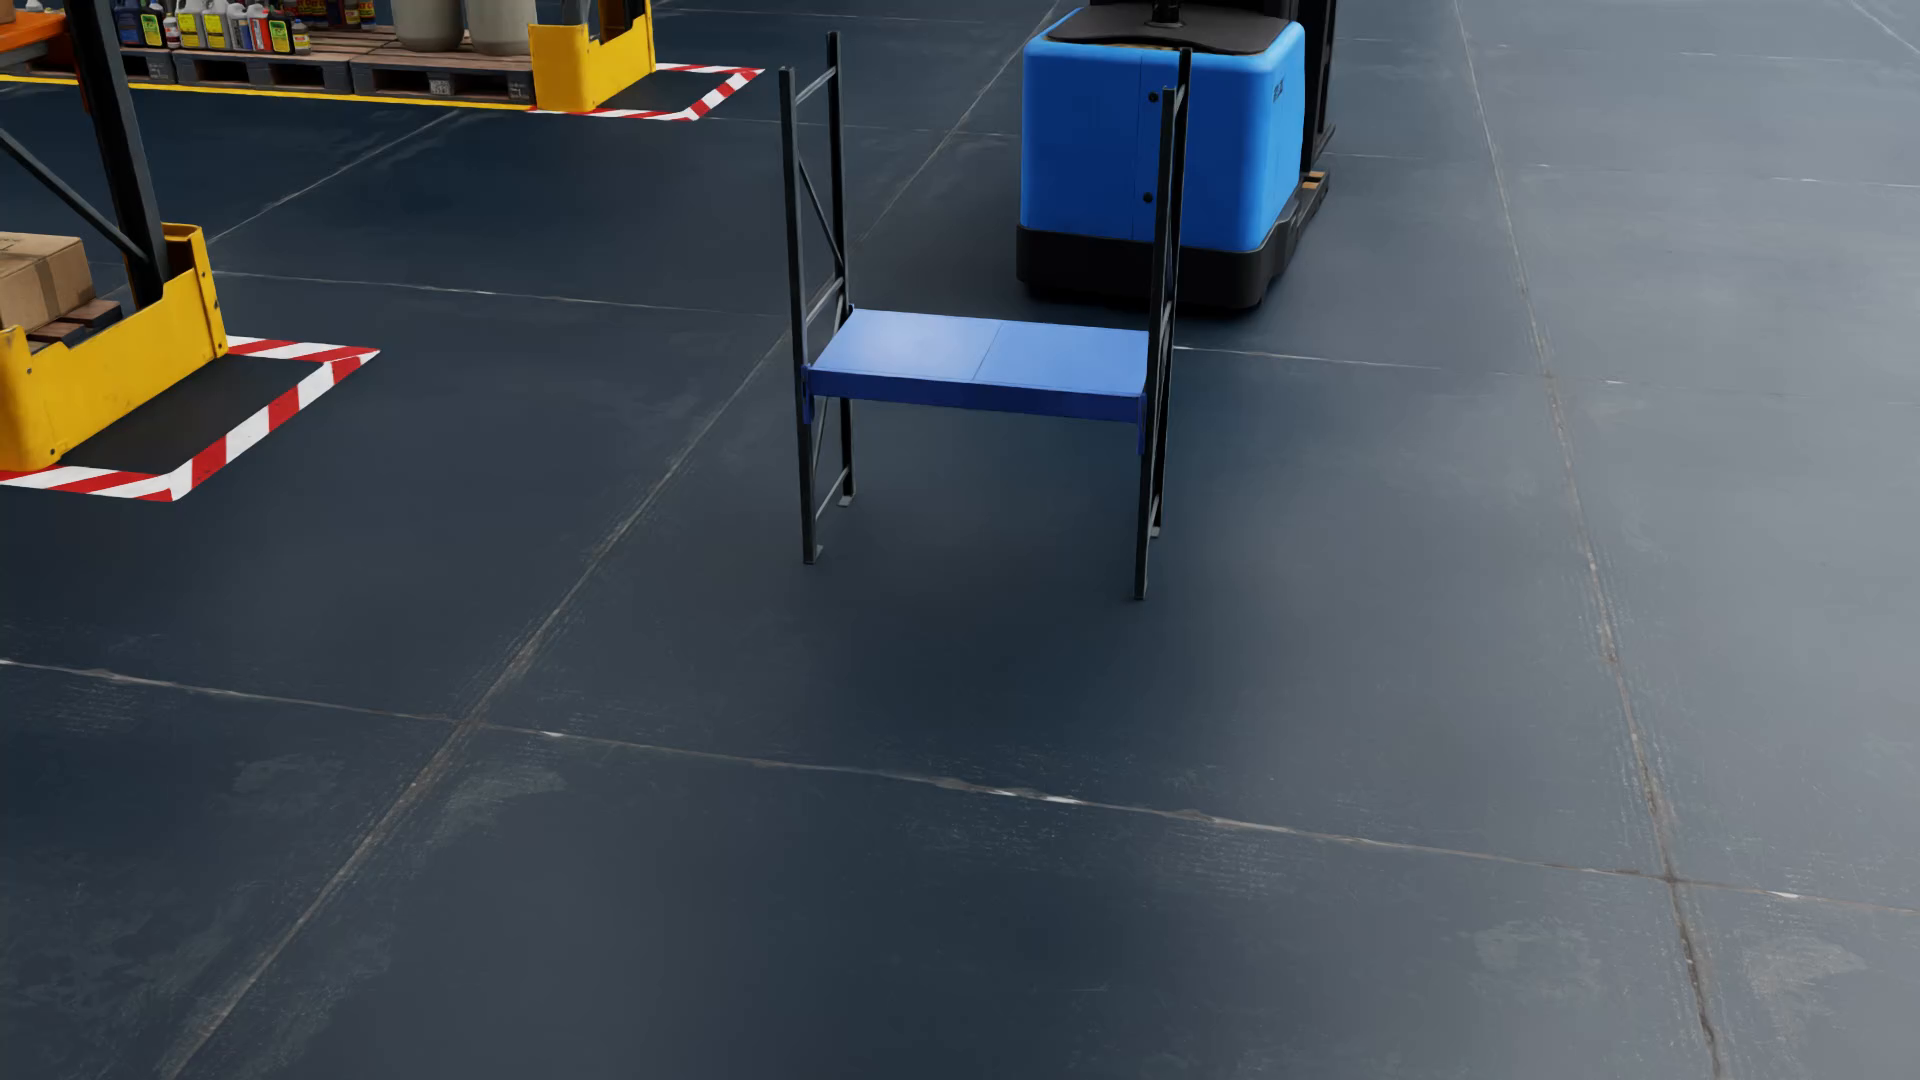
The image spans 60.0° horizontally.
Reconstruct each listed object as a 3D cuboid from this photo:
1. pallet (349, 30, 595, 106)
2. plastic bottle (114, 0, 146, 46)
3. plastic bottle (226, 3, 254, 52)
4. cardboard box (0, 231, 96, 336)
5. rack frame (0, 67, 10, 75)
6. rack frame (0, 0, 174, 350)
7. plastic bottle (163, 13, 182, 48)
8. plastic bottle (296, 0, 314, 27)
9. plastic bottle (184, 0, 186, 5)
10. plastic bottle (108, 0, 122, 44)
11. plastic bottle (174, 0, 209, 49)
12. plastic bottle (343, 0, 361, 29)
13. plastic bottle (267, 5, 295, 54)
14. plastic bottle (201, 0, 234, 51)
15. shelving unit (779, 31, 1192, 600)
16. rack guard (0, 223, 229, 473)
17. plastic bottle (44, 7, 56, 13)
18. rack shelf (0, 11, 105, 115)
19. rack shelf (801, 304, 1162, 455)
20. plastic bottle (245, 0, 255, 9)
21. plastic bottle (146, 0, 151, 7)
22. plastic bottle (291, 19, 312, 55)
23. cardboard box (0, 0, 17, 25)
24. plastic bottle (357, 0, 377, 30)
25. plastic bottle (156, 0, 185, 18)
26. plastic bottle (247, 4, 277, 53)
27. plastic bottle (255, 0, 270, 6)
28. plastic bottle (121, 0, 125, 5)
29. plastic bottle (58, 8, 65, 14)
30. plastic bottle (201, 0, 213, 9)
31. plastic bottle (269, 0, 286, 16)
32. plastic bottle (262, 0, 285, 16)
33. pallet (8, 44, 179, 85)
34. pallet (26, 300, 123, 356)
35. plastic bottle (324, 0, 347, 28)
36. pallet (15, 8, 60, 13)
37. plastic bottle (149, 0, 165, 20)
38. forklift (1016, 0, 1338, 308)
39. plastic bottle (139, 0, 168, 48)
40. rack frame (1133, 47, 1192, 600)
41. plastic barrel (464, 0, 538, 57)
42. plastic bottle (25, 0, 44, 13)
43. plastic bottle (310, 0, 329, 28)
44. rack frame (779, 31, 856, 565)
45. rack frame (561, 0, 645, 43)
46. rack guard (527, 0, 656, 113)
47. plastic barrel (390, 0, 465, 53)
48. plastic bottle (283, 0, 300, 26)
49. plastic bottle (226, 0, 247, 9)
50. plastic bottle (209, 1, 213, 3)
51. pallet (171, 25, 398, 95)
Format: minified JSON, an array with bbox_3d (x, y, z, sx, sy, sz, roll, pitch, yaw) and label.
[{"bbox_3d":[-3.054,-3.006,10.521,1.213,0.211,1.003,6,29,11],"label":"pallet"},{"bbox_3d":[-5.201,-3.297,10.449,0.185,0.351,0.144,5,29,8],"label":"plastic bottle"},{"bbox_3d":[-4.441,-3.188,10.328,0.135,0.276,0.152,5,29,9],"label":"plastic bottle"},{"bbox_3d":[-3.693,-0.970,6.325,0.500,0.250,0.500,6,29,11],"label":"cardboard box"},{"bbox_3d":[-6.089,-4.561,10.457,0.127,3.000,1.000,6,29,11],"label":"rack frame"},{"bbox_3d":[-3.215,-1.834,5.476,0.127,3.000,1.000,6,29,11],"label":"rack frame"},{"bbox_3d":[-4.929,-3.192,10.413,0.097,0.201,0.097,0,29,0],"label":"plastic bottle"},{"bbox_3d":[-4.318,-3.528,10.954,0.097,0.271,0.097,0,29,0],"label":"plastic bottle"},{"bbox_3d":[-5.211,-3.643,11.082,0.185,0.351,0.144,4,29,8],"label":"plastic bottle"},{"bbox_3d":[-5.386,-3.316,10.484,0.185,0.351,0.144,7,29,12],"label":"plastic bottle"},{"bbox_3d":[-4.786,-3.254,10.371,0.185,0.351,0.144,6,29,10],"label":"plastic bottle"},{"bbox_3d":[-3.986,-3.464,10.909,0.097,0.201,0.097,0,29,0],"label":"plastic bottle"},{"bbox_3d":[-4.183,-3.143,10.237,0.133,0.283,0.061,7,29,12],"label":"plastic bottle"},{"bbox_3d":[-4.604,-3.236,10.337,0.185,0.351,0.144,7,29,13],"label":"plastic bottle"},{"bbox_3d":[0.083,-0.649,4.874,1.048,1.500,0.538,6,29,11],"label":"shelving unit"},{"bbox_3d":[-3.191,-0.735,6.072,0.348,0.500,1.175,6,29,11],"label":"rack guard"},{"bbox_3d":[-5.769,-3.278,10.570,0.097,0.201,0.097,0,29,0],"label":"plastic bottle"},{"bbox_3d":[-5.171,-1.719,6.015,4.000,0.370,1.077,6,29,11],"label":"rack shelf"},{"bbox_3d":[0.083,-0.492,4.961,1.000,0.185,0.538,6,29,11],"label":"rack shelf"},{"bbox_3d":[-4.737,-3.560,11.007,0.135,0.276,0.152,6,29,11],"label":"plastic bottle"},{"bbox_3d":[-5.429,-3.595,10.993,0.185,0.351,0.144,6,29,11],"label":"plastic bottle"},{"bbox_3d":[-4.064,-3.104,10.251,0.097,0.201,0.097,0,29,0],"label":"plastic bottle"},{"bbox_3d":[-3.669,-1.931,5.549,0.500,0.500,0.700,6,29,11],"label":"cardboard box"},{"bbox_3d":[-3.885,-3.484,10.873,0.097,0.271,0.097,0,29,0],"label":"plastic bottle"},{"bbox_3d":[-5.217,-3.539,10.968,0.135,0.276,0.152,6,29,11],"label":"plastic bottle"},{"bbox_3d":[-4.305,-3.174,10.303,0.135,0.276,0.152,6,29,11],"label":"plastic bottle"},{"bbox_3d":[-4.616,-3.528,11.027,0.097,0.201,0.097,0,29,0],"label":"plastic bottle"},{"bbox_3d":[-5.356,-3.384,10.607,0.185,0.351,0.144,6,29,11],"label":"plastic bottle"},{"bbox_3d":[-5.670,-3.268,10.552,0.097,0.201,0.097,0,29,0],"label":"plastic bottle"},{"bbox_3d":[-4.779,-3.294,10.521,0.135,0.276,0.152,6,29,11],"label":"plastic bottle"},{"bbox_3d":[-4.516,-3.549,10.992,0.097,0.271,0.097,0,29,0],"label":"plastic bottle"},{"bbox_3d":[-4.284,-3.228,10.393,0.133,0.283,0.061,6,29,11],"label":"plastic bottle"},{"bbox_3d":[-5.441,-3.251,10.968,1.213,0.211,1.003,6,29,11],"label":"pallet"},{"bbox_3d":[-3.972,-0.668,6.250,1.213,0.211,1.003,6,29,11],"label":"pallet"},{"bbox_3d":[-4.102,-3.521,10.928,0.133,0.283,0.061,6,29,11],"label":"plastic bottle"},{"bbox_3d":[-6.865,-3.398,11.237,1.213,0.211,1.003,6,29,11],"label":"pallet"},{"bbox_3d":[-5.050,-3.265,10.473,0.097,0.271,0.097,0,29,0],"label":"plastic bottle"},{"bbox_3d":[1.211,-2.929,7.548,1.130,2.935,3.031,10,30,17],"label":"forklift"},{"bbox_3d":[-5.049,-3.231,10.399,0.133,0.283,0.061,7,30,13],"label":"plastic bottle"},{"bbox_3d":[0.581,-0.598,4.781,0.032,1.500,0.500,6,29,11],"label":"rack frame"},{"bbox_3d":[-2.836,-3.283,10.276,0.421,0.512,0.421,0,29,0],"label":"plastic barrel"},{"bbox_3d":[-5.869,-3.319,10.572,0.097,0.271,0.097,0,29,0],"label":"plastic bottle"},{"bbox_3d":[-4.220,-3.518,10.936,0.097,0.271,0.097,0,29,0],"label":"plastic bottle"},{"bbox_3d":[-0.414,-0.700,4.967,0.032,1.500,0.500,6,29,11],"label":"rack frame"},{"bbox_3d":[-2.177,-4.160,9.724,0.127,3.000,1.000,6,29,11],"label":"rack frame"},{"bbox_3d":[-2.261,-3.049,10.298,0.348,0.500,1.175,6,29,11],"label":"rack guard"},{"bbox_3d":[-3.327,-3.333,10.368,0.421,0.512,0.421,0,29,0],"label":"plastic barrel"},{"bbox_3d":[-4.415,-3.508,10.989,0.097,0.201,0.097,0,29,0],"label":"plastic bottle"},{"bbox_3d":[-4.759,-3.513,10.914,0.133,0.283,0.061,6,29,11],"label":"plastic bottle"},{"bbox_3d":[-4.891,-3.531,10.946,0.133,0.283,0.061,6,29,11],"label":"plastic bottle"},{"bbox_3d":[-4.244,-3.129,10.746,1.213,0.211,1.003,6,29,11],"label":"pallet"}]
